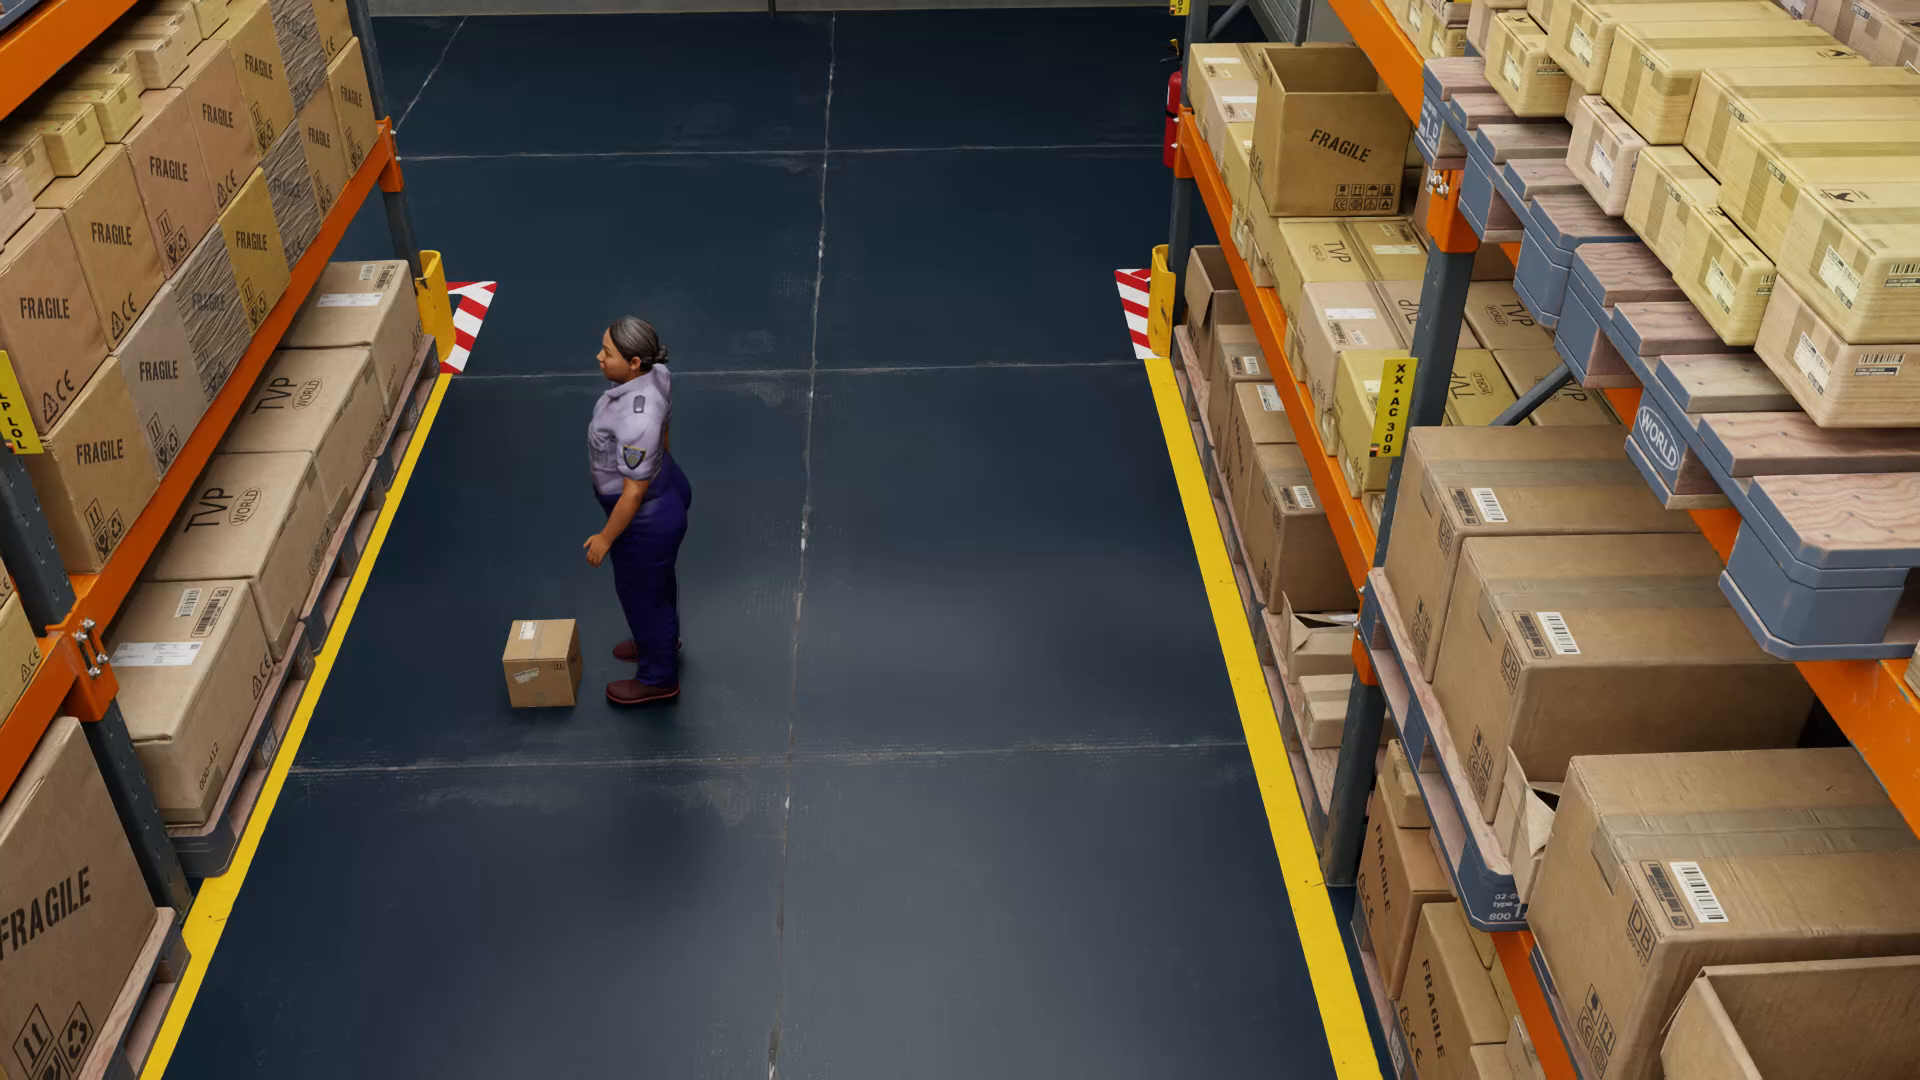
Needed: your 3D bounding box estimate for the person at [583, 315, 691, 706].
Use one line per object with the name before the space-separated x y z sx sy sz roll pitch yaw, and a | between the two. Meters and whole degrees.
person | -1.227 -0.083 6.278 0.417 1.671 0.526 -1 35 -2
